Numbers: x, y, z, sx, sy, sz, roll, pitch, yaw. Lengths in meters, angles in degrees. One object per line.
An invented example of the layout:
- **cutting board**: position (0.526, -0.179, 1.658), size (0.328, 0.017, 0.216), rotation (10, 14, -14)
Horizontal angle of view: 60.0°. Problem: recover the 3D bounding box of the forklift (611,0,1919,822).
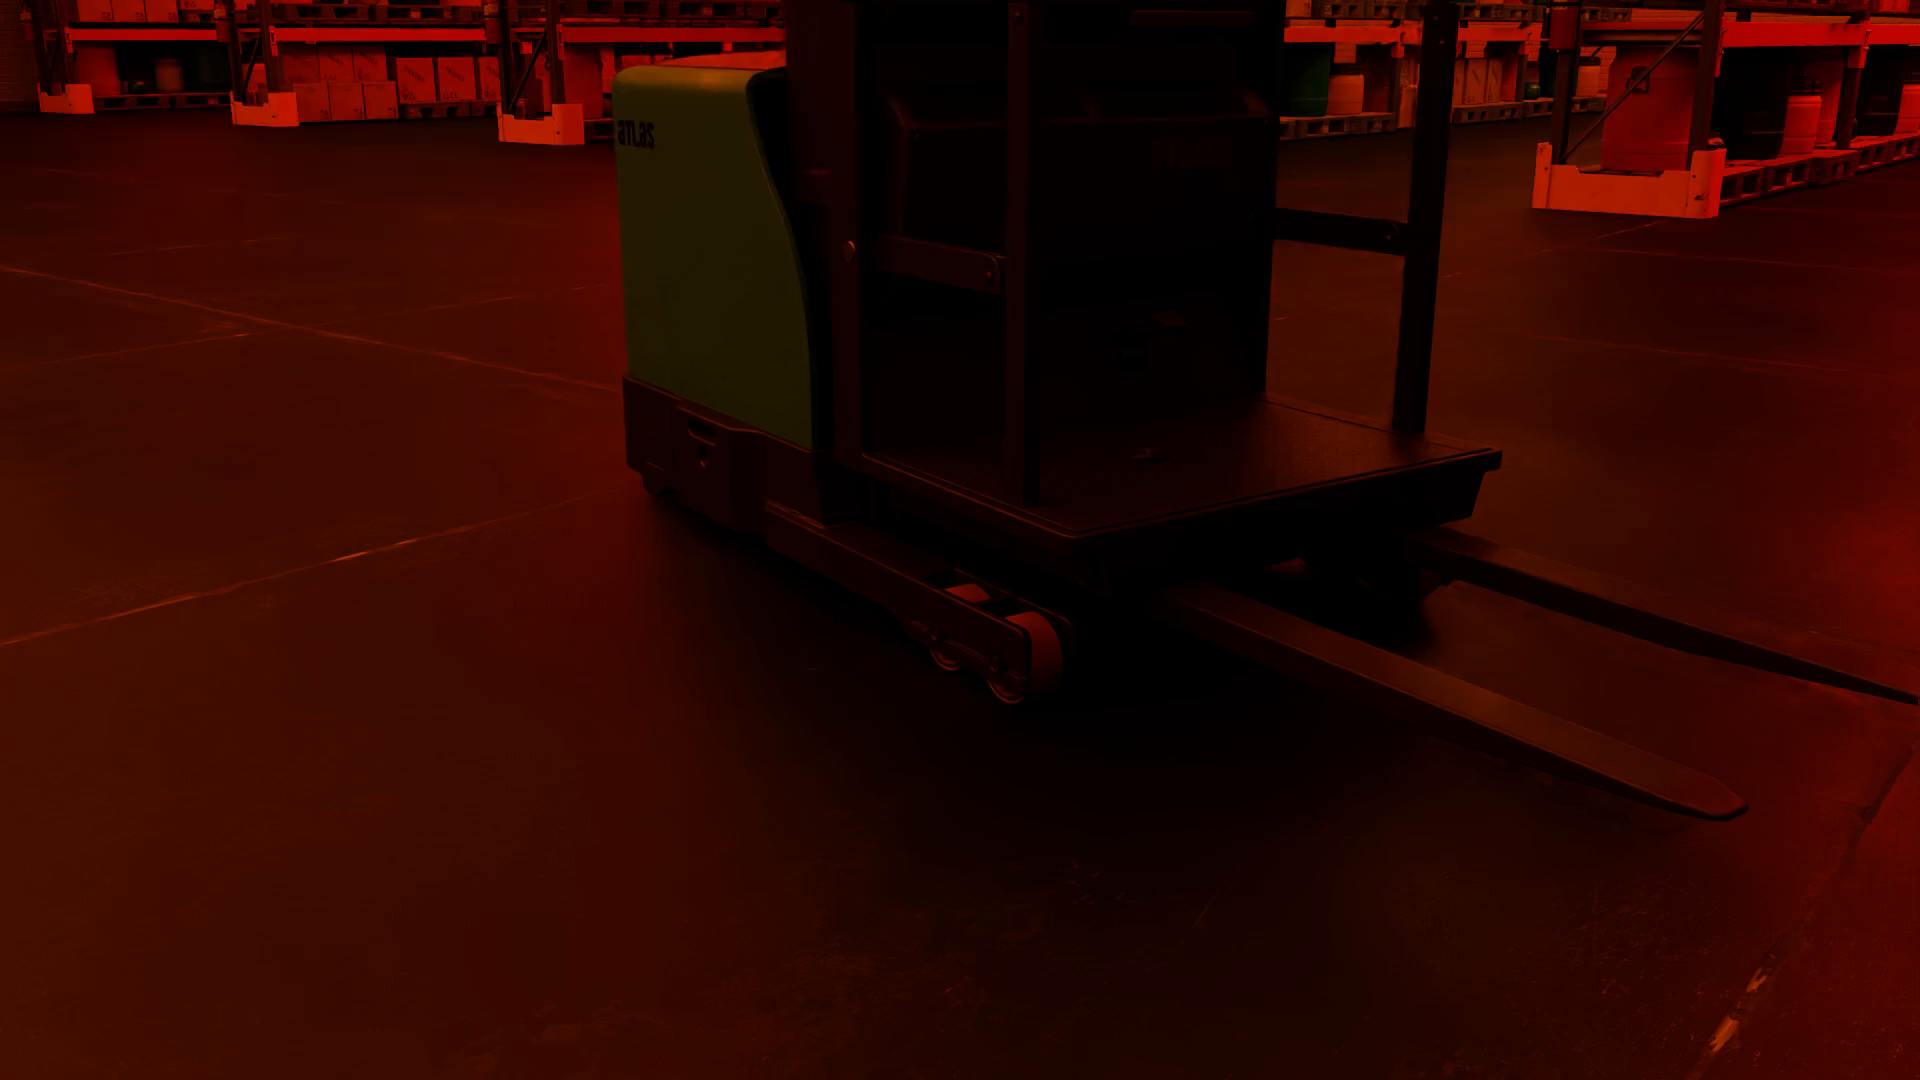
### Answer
- **forklift**: position (0.368, -1.265, 3.064), size (1.130, 2.935, 3.031), rotation (-11, 20, -32)
